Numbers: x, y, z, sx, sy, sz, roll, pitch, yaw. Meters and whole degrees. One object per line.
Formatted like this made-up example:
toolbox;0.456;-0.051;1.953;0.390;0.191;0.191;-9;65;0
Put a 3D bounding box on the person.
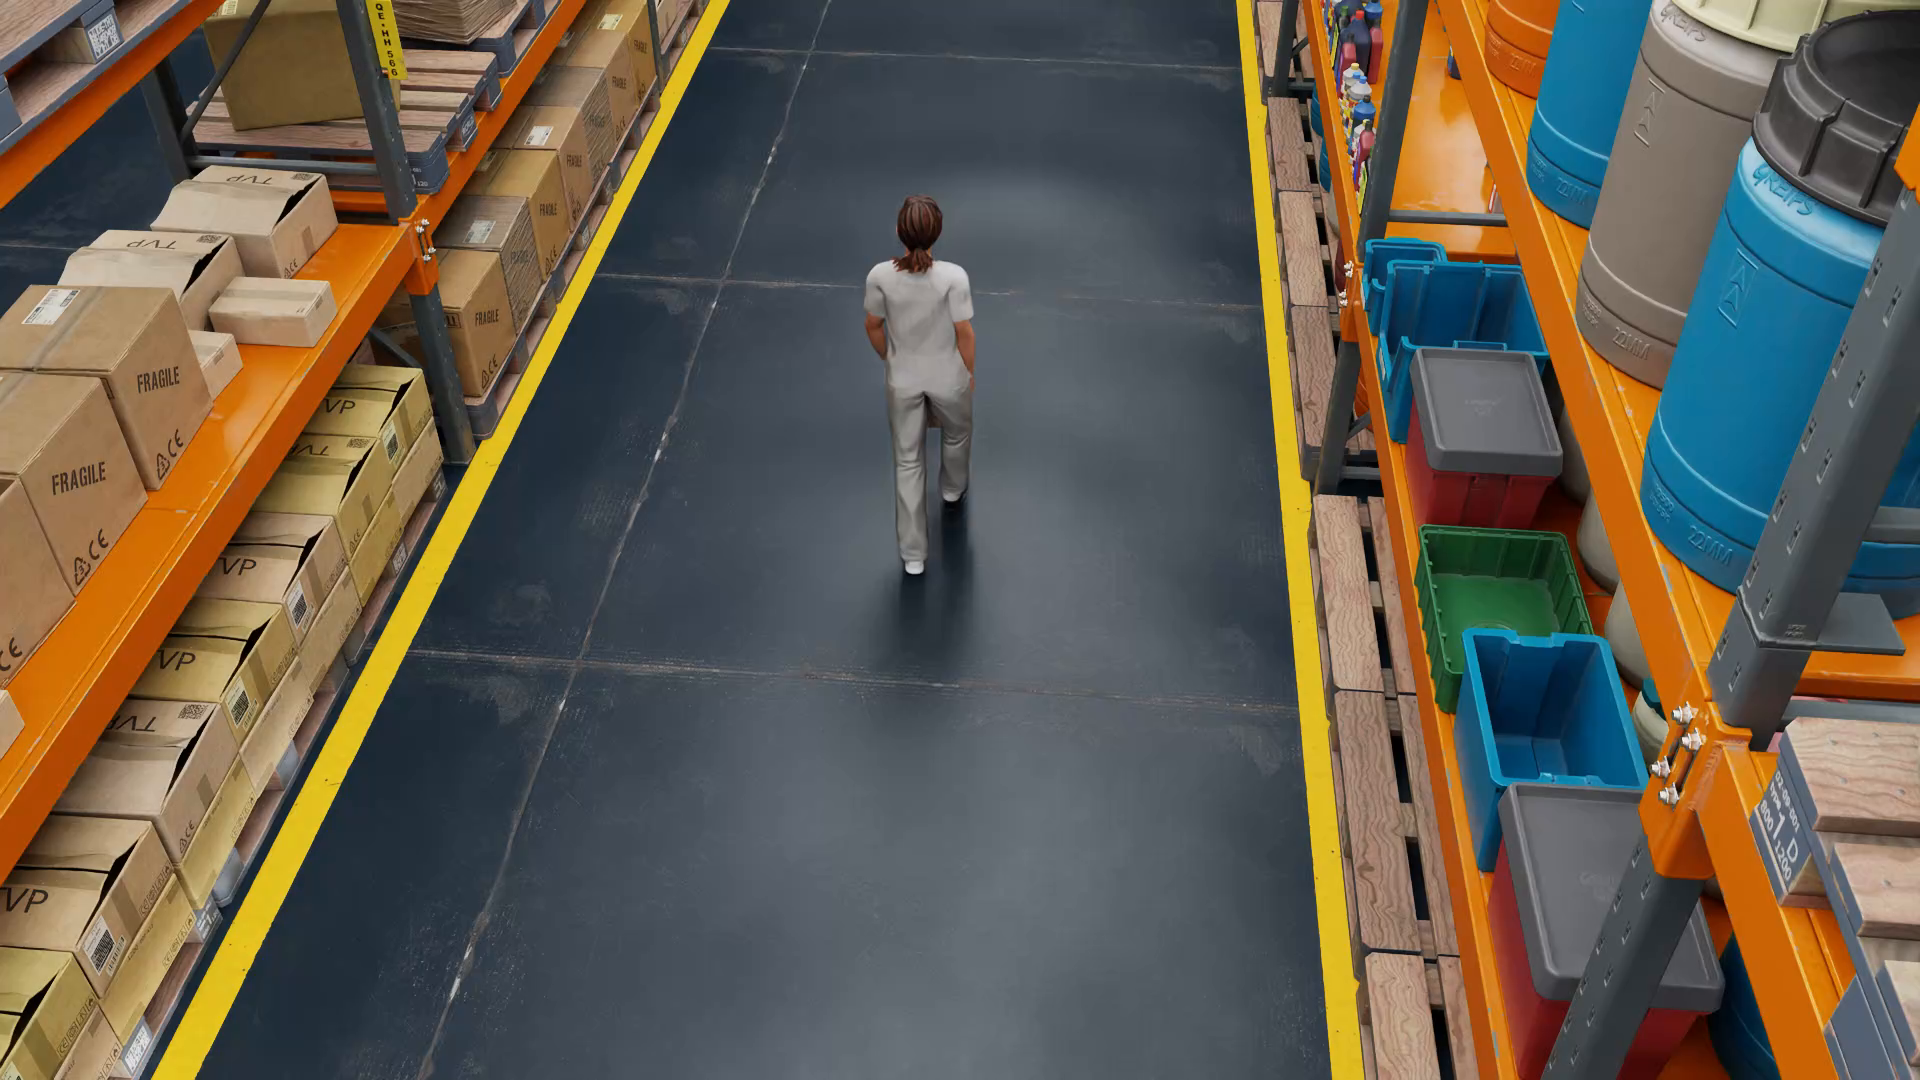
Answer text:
person;-0.150;-0.770;7.074;0.459;1.617;0.977;3;40;3
